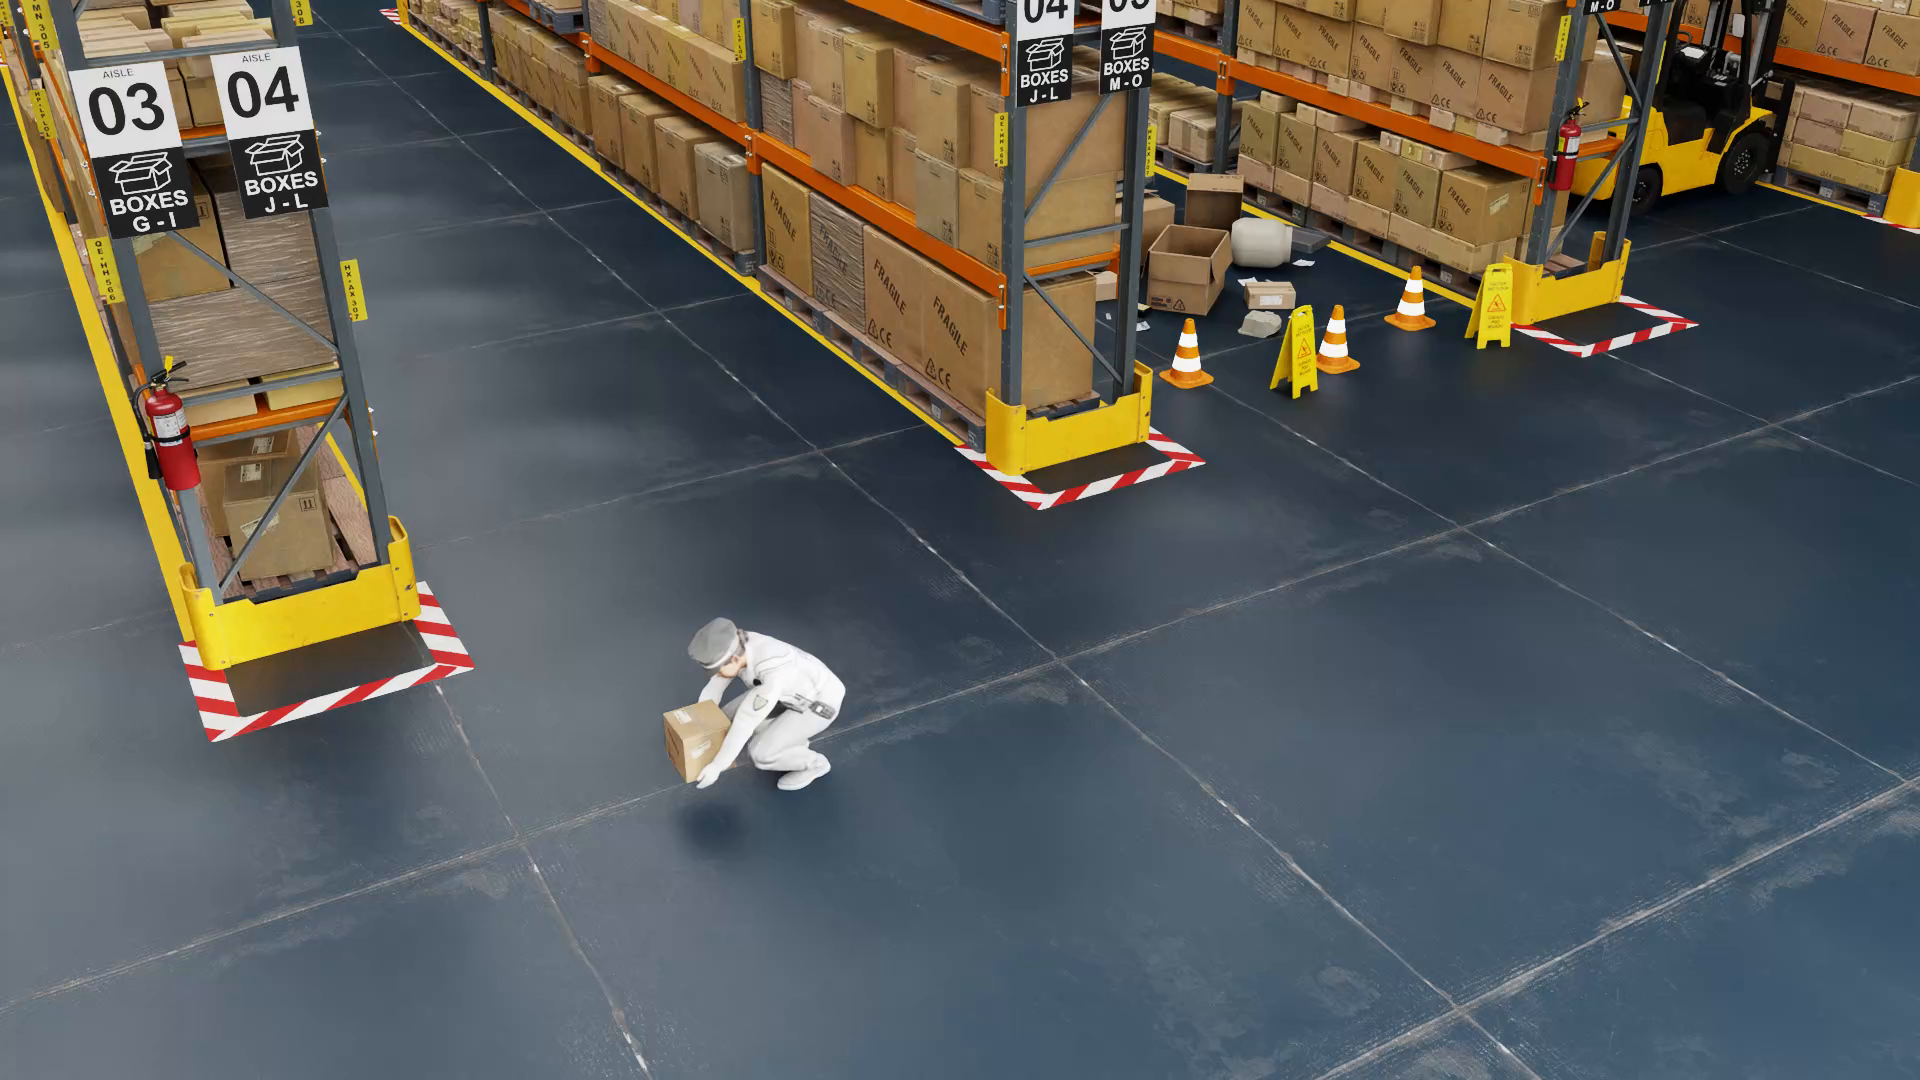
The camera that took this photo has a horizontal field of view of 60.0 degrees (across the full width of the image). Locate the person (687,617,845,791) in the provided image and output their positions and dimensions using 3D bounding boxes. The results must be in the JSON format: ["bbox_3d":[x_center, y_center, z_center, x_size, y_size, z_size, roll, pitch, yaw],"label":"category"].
[{"bbox_3d":[-0.954,0.740,7.964,0.817,0.966,0.502,-16,33,-27],"label":"person"}]
